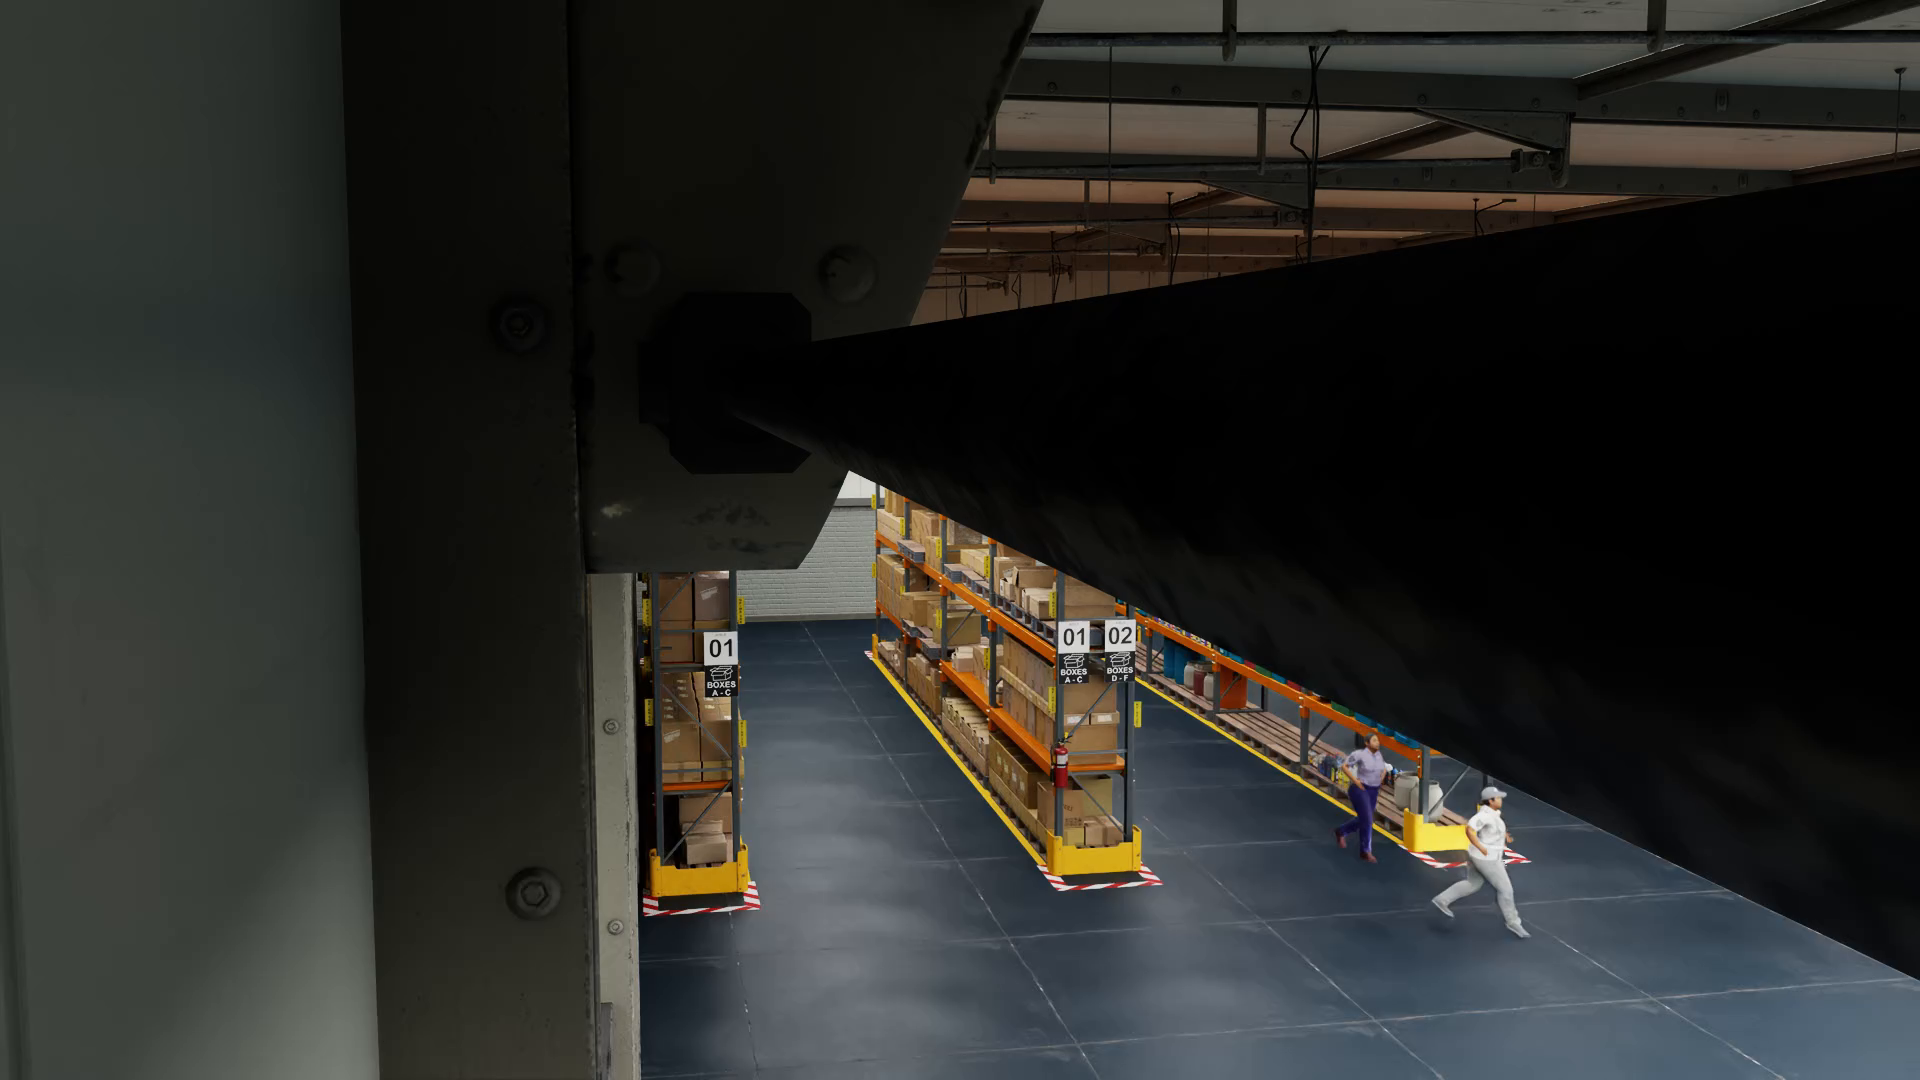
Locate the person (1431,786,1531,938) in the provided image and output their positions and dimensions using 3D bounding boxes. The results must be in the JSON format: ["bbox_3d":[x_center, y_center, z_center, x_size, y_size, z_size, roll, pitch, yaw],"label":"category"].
[{"bbox_3d":[5.905,3.599,18.728,1.023,1.693,0.572,1,6,9],"label":"person"}]

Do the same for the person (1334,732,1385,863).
[{"bbox_3d":[5.289,3.331,21.727,0.642,1.641,0.802,-4,7,-33],"label":"person"}]
